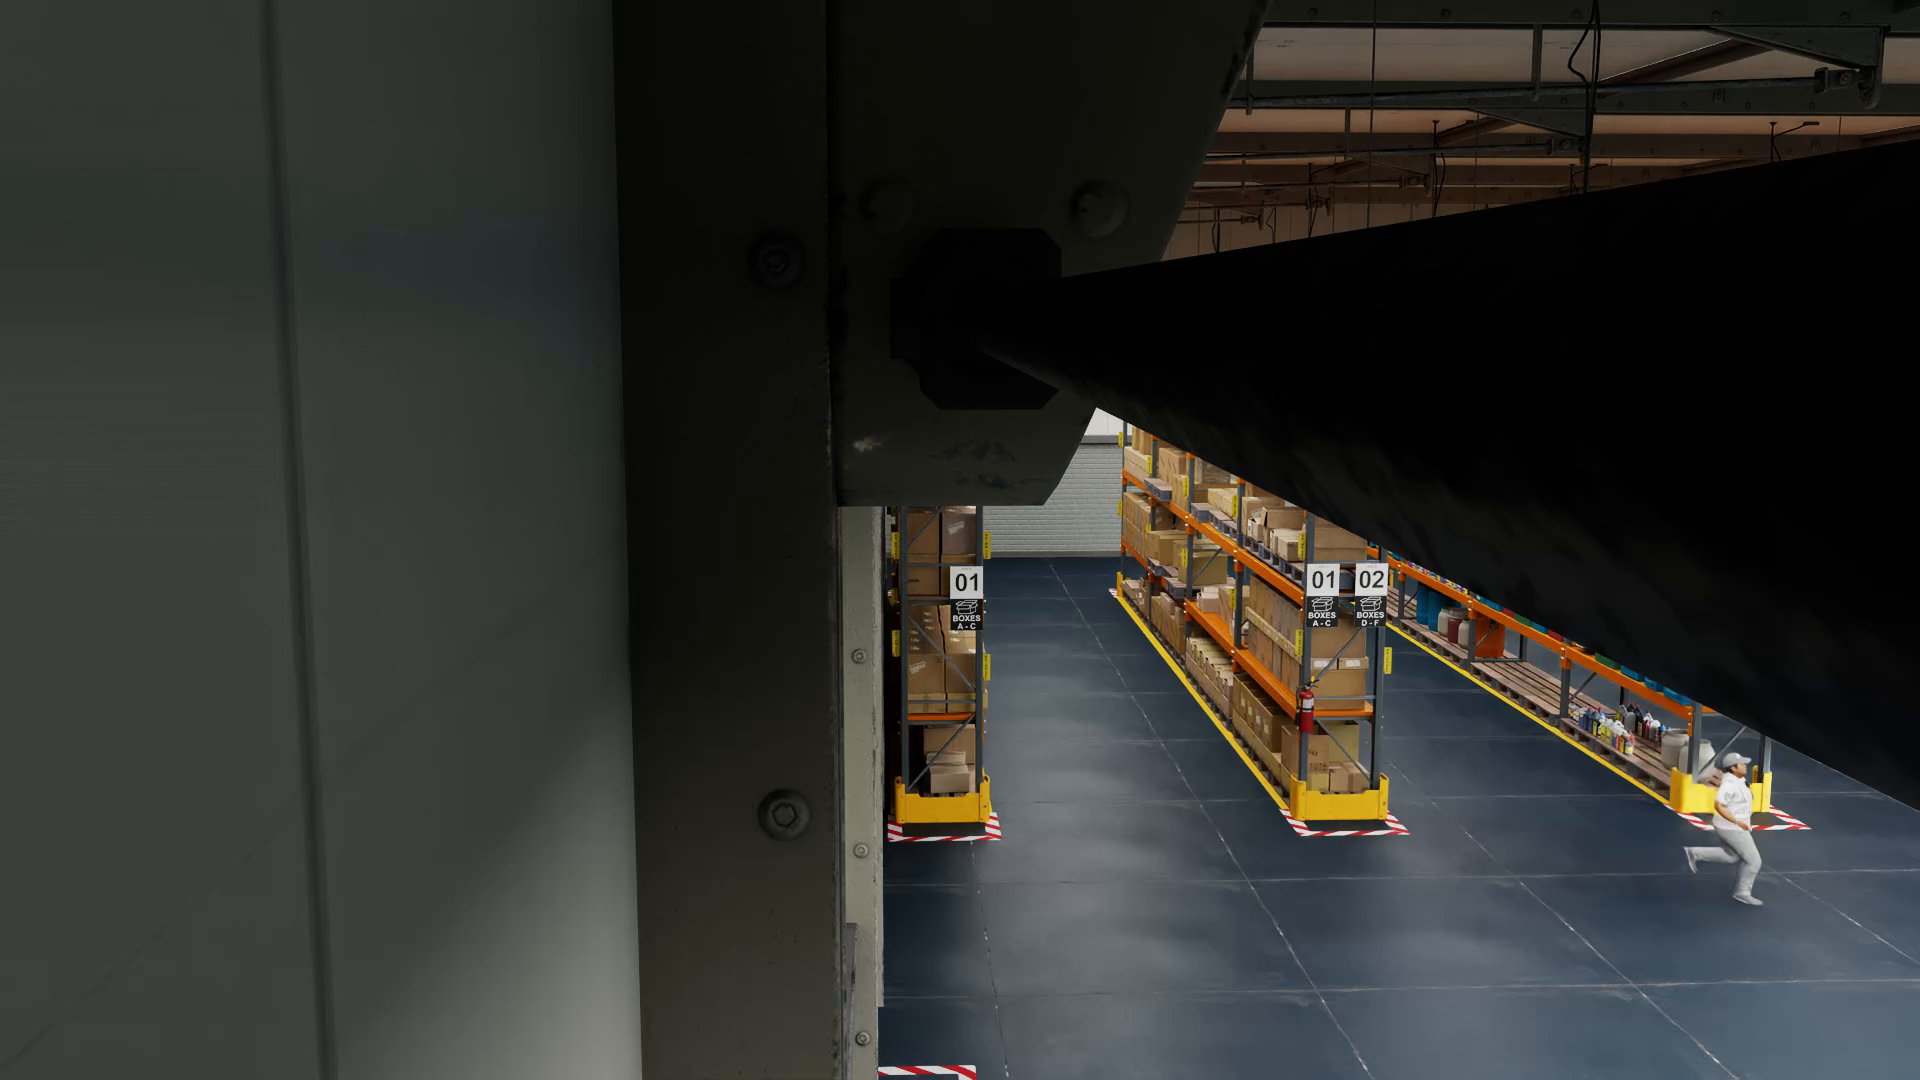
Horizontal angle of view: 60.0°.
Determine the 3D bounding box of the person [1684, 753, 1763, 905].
[{"bbox_3d":[8.224,3.067,17.810,0.770,1.630,0.602,3,9,22],"label":"person"}]
